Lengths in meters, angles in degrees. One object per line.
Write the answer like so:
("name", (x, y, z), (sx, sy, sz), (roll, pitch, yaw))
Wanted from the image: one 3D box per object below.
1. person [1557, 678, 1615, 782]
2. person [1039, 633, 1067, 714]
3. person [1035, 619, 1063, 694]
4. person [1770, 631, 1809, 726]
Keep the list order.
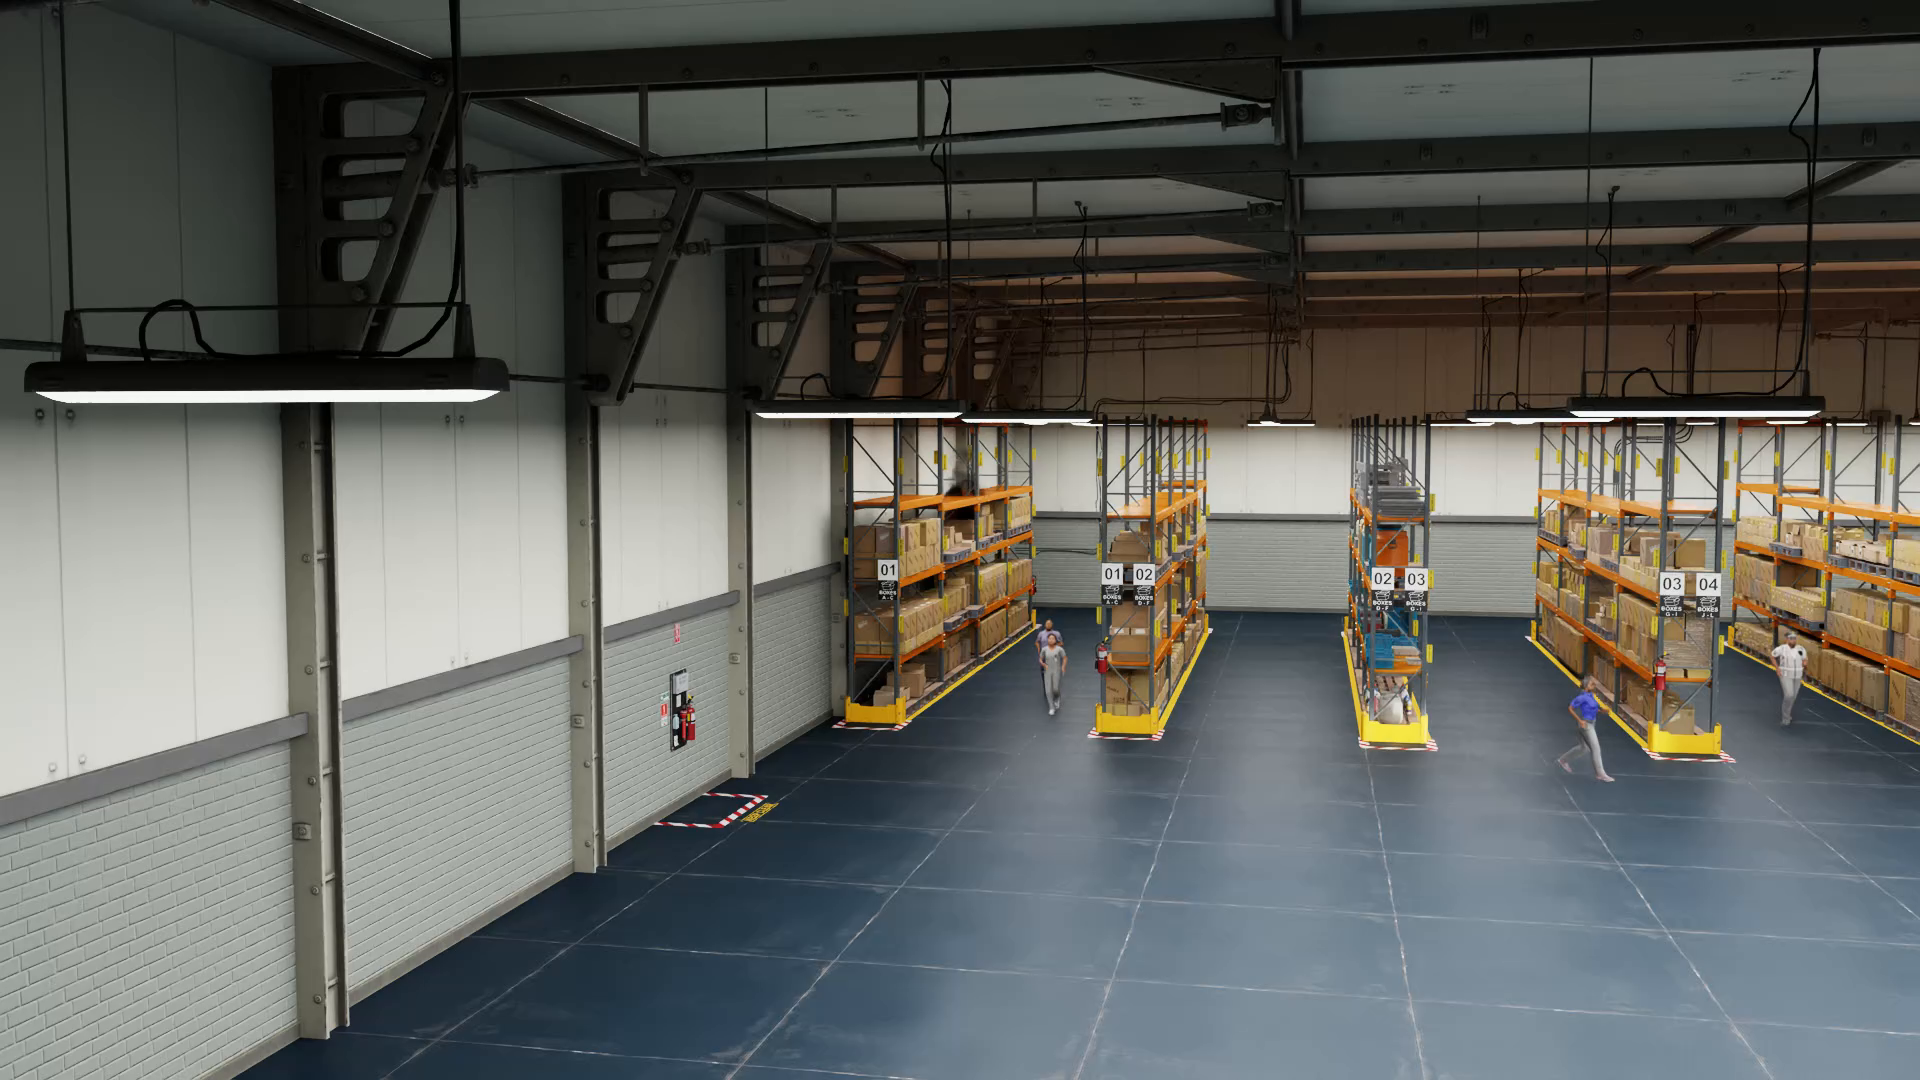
("person", (10.233, 3.069, 27.130), (0.914, 1.641, 0.577), (3, 5, 35))
("person", (1.853, 2.696, 33.367), (0.558, 1.614, 0.550), (1, 4, 10))
("person", (1.923, 2.521, 36.104), (0.605, 1.593, 0.558), (0, 4, 6))
("person", (16.192, 2.691, 32.397), (0.644, 1.847, 0.752), (0, 4, 2))
